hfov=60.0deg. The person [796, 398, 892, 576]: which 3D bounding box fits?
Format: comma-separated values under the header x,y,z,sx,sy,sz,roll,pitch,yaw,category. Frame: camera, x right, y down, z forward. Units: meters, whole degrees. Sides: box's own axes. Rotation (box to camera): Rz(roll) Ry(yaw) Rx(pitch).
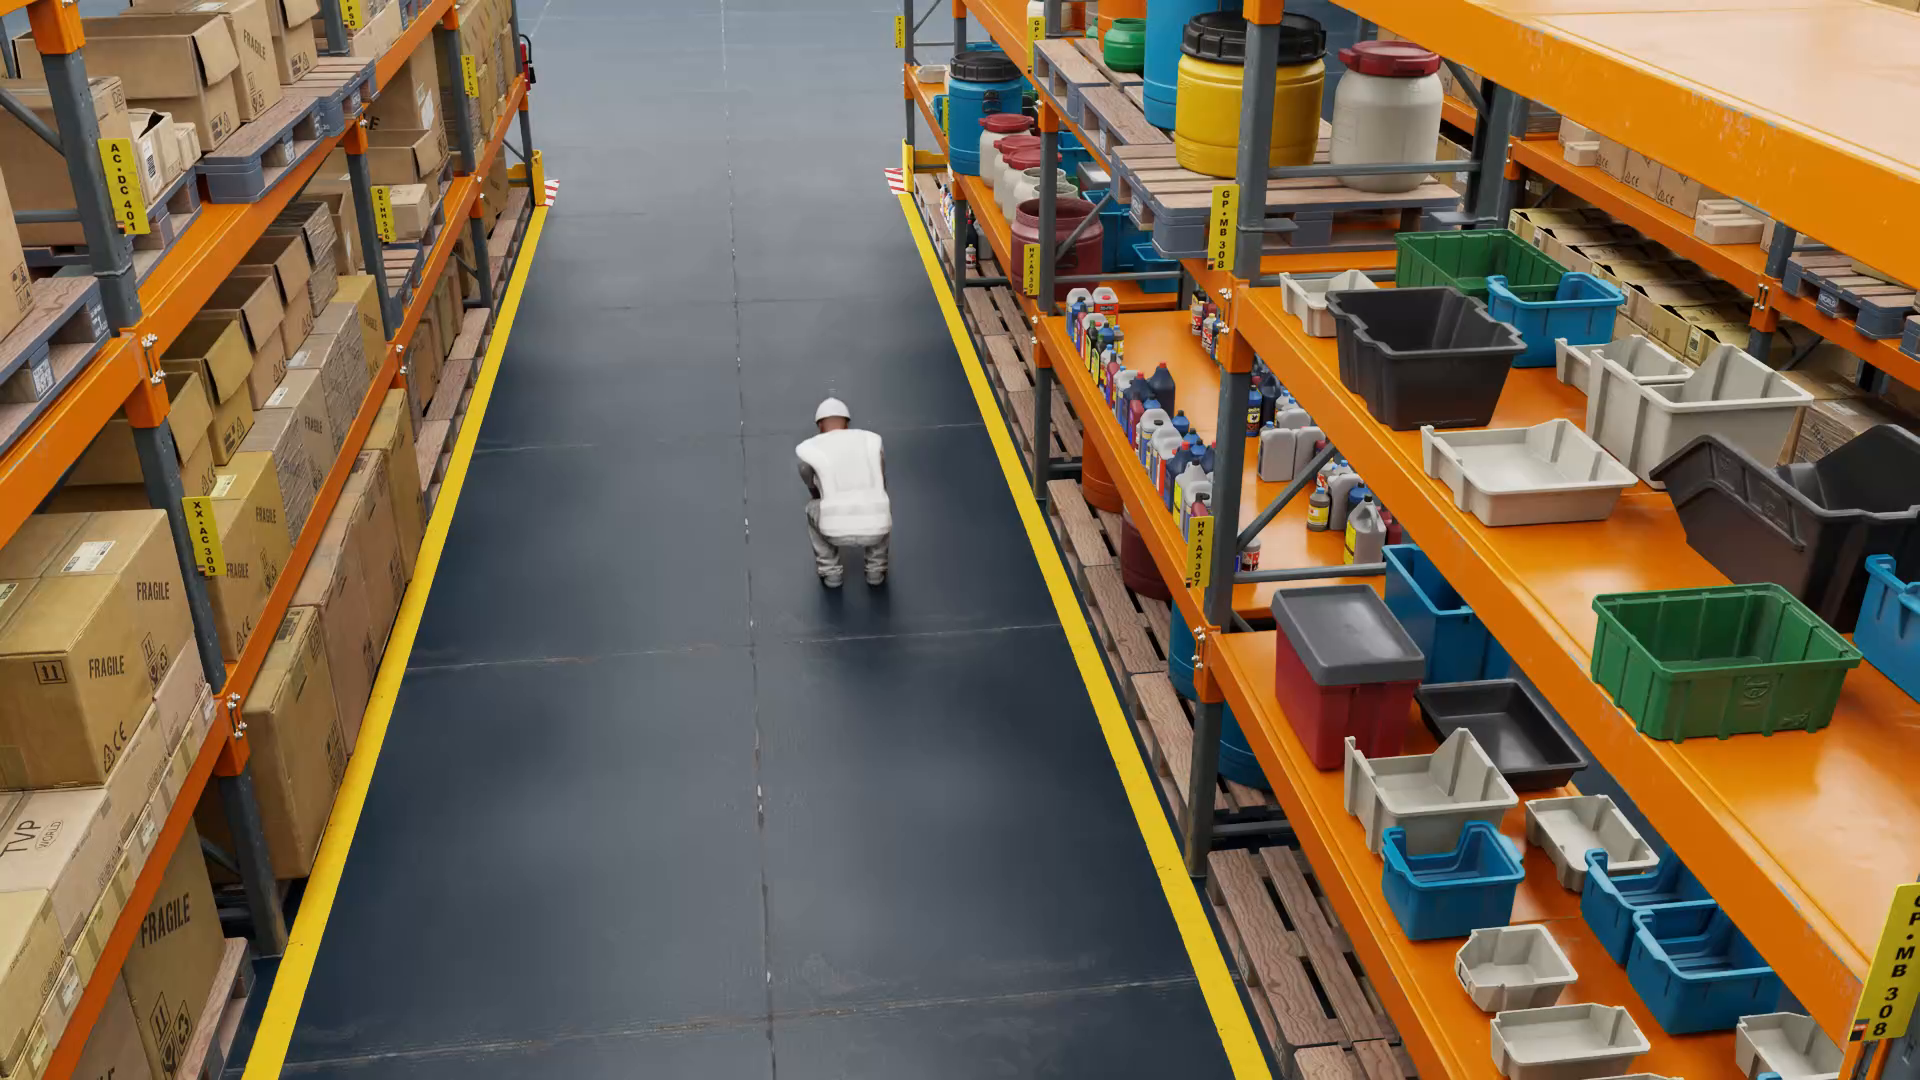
x,y,z,sx,sy,sz,roll,pitch,yaw,category
-0.694,-0.300,10.021,0.565,0.968,0.903,-4,27,-8,person
